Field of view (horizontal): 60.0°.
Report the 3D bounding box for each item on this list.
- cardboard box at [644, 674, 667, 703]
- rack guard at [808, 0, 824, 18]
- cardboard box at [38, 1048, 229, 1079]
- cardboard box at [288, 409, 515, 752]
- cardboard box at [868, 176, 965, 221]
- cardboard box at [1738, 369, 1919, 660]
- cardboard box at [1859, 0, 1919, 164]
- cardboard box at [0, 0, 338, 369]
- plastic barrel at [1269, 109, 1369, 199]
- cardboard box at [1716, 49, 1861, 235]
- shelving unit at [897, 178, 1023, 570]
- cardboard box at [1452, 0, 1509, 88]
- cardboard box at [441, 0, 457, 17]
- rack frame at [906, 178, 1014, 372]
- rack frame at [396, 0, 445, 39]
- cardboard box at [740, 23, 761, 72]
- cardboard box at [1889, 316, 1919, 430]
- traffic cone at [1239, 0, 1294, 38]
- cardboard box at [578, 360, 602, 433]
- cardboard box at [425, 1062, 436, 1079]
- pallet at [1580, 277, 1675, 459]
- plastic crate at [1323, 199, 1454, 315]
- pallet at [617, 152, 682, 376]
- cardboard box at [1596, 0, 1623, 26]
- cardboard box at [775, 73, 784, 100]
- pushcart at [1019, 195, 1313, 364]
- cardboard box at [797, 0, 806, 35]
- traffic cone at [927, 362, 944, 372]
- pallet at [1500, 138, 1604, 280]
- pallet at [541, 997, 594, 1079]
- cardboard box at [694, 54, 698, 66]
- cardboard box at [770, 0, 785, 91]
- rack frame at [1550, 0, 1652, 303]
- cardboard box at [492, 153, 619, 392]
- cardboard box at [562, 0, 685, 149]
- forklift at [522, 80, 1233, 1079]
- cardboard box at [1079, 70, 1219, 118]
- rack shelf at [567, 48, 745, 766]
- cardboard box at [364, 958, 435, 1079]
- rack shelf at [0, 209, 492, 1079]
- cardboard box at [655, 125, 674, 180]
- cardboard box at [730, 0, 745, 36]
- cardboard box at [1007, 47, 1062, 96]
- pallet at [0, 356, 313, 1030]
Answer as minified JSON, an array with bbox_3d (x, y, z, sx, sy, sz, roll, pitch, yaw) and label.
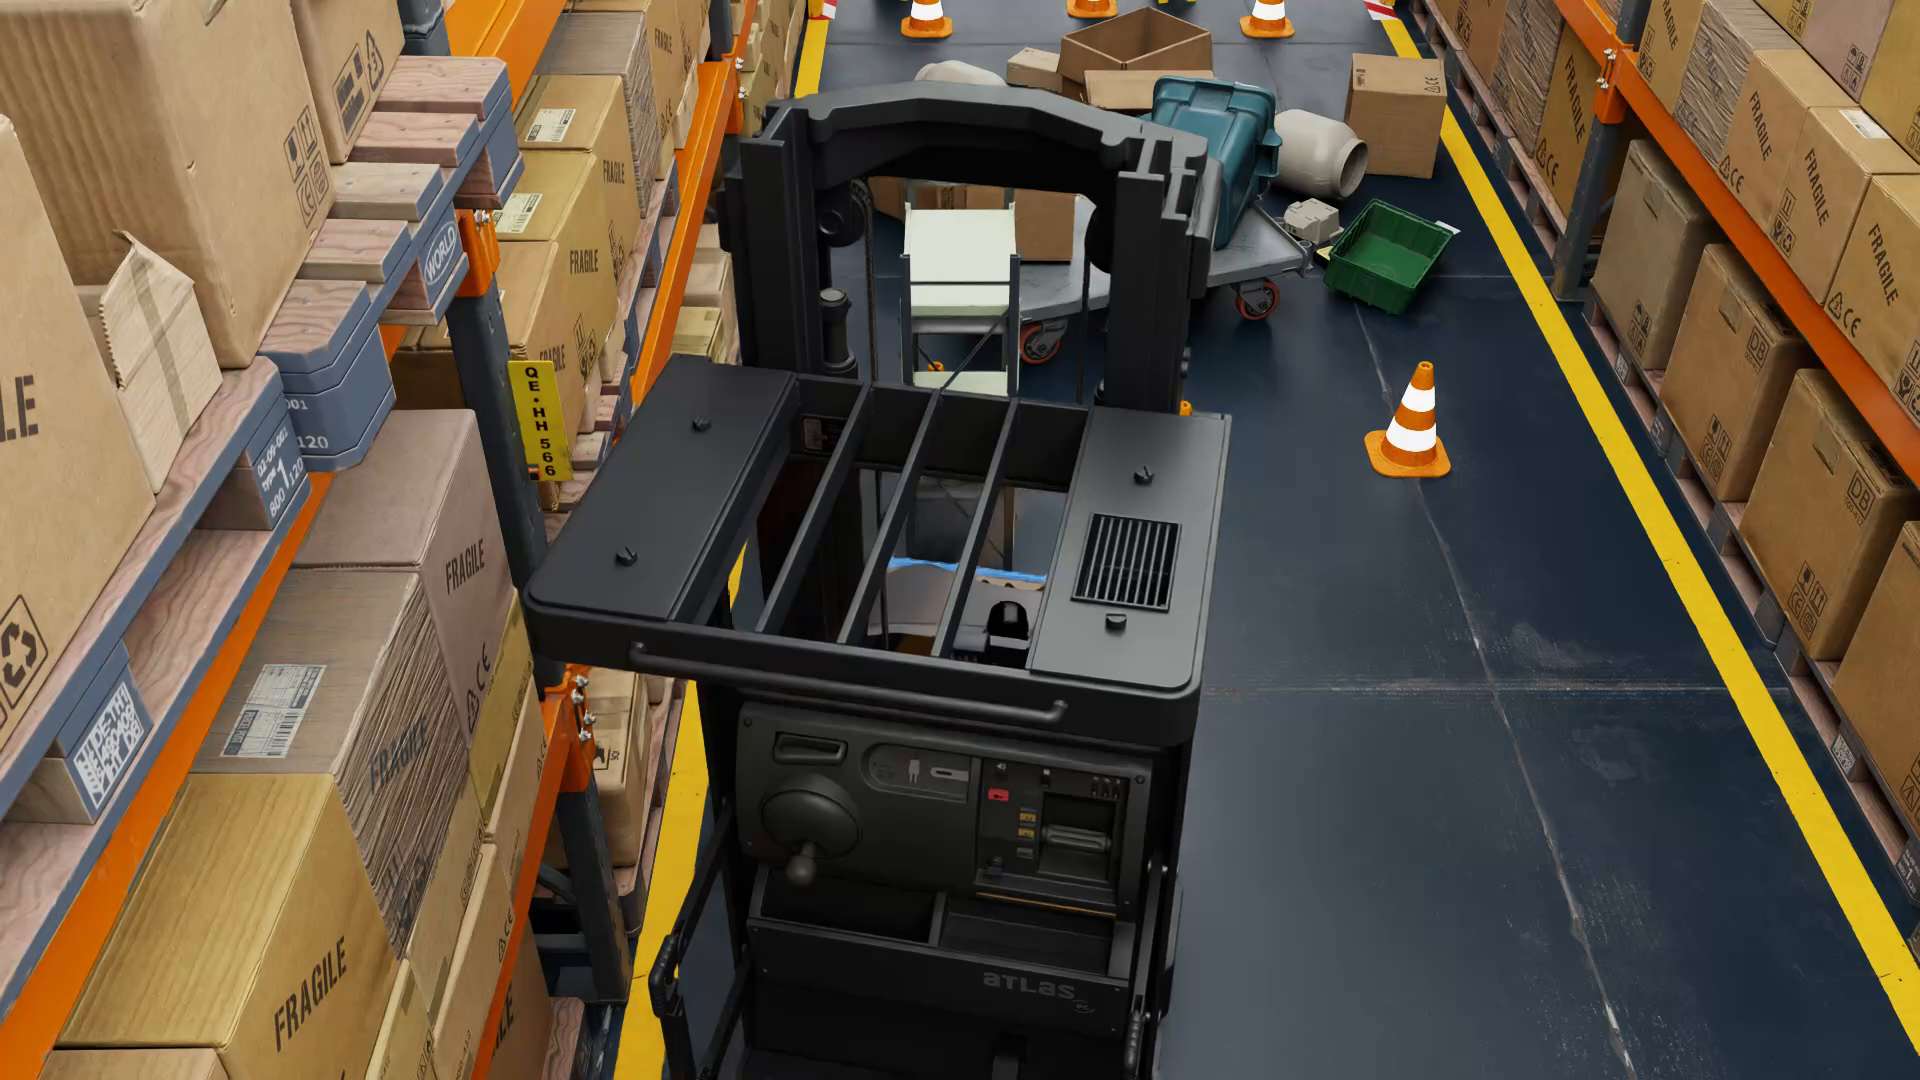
[{"bbox_3d":[-1.500,0.236,5.823,0.950,0.372,0.625,-1,39,-1],"label":"cardboard box"},{"bbox_3d":[-1.510,-3.791,11.081,1.175,0.500,0.348,0,39,0],"label":"rack guard"},{"bbox_3d":[-1.242,1.031,2.186,0.500,0.500,0.500,-1,39,-1],"label":"cardboard box"},{"bbox_3d":[-1.238,0.083,3.368,0.500,0.500,0.500,-1,39,-1],"label":"cardboard box"},{"bbox_3d":[-0.146,-2.009,8.855,0.500,0.500,0.500,28,46,30],"label":"cardboard box"},{"bbox_3d":[3.534,-0.091,5.929,1.050,0.750,0.750,1,39,1],"label":"cardboard box"},{"bbox_3d":[3.453,-1.545,5.399,0.700,0.500,0.500,0,39,0],"label":"cardboard box"},{"bbox_3d":[-1.309,-0.566,2.243,0.700,0.500,0.500,-2,39,-2],"label":"cardboard box"},{"bbox_3d":[1.910,-2.082,9.010,0.512,0.421,0.421,28,46,30],"label":"plastic barrel"},{"bbox_3d":[3.176,-1.461,6.094,0.500,0.500,0.500,0,39,0],"label":"cardboard box"},{"bbox_3d":[0.000,-0.589,6.286,0.431,1.500,0.755,0,39,0],"label":"shelving unit"},{"bbox_3d":[3.510,-3.241,9.759,0.875,0.875,0.875,-1,39,-1],"label":"cardboard box"},{"bbox_3d":[-1.331,-1.286,3.665,0.396,0.266,0.258,0,39,0],"label":"cardboard box"},{"bbox_3d":[0.000,-0.818,6.572,0.400,1.500,0.023,0,39,0],"label":"rack frame"},{"bbox_3d":[-1.500,-2.152,2.240,1.000,3.000,0.127,0,39,0],"label":"rack frame"},{"bbox_3d":[-1.176,-2.397,8.086,0.380,0.149,0.250,0,39,1],"label":"cardboard box"},{"bbox_3d":[3.181,-0.510,4.908,0.500,0.500,0.500,0,39,0],"label":"cardboard box"},{"bbox_3d":[2.021,-3.558,10.819,0.336,0.463,0.334,0,39,0],"label":"traffic cone"},{"bbox_3d":[-1.236,-0.428,4.751,0.380,0.149,0.250,-2,39,-3],"label":"cardboard box"},{"bbox_3d":[-1.239,1.198,2.977,0.500,0.250,0.500,0,39,-1],"label":"cardboard box"},{"bbox_3d":[3.521,-0.809,7.590,1.003,0.211,1.213,0,39,0],"label":"pallet"},{"bbox_3d":[2.135,-1.412,8.316,0.450,0.188,0.662,27,45,16],"label":"plastic crate"},{"bbox_3d":[-1.544,-0.974,5.720,1.003,0.211,1.213,0,39,0],"label":"pallet"},{"bbox_3d":[3.433,-2.669,7.561,0.875,0.550,0.550,0,39,0],"label":"cardboard box"},{"bbox_3d":[-1.251,-2.438,9.257,0.500,0.250,0.500,-1,39,-1],"label":"cardboard box"},{"bbox_3d":[0.775,-1.322,8.098,1.648,0.377,0.936,-13,40,-16],"label":"pushcart"},{"bbox_3d":[-1.240,-3.385,10.438,0.500,0.250,0.500,0,39,0],"label":"cardboard box"},{"bbox_3d":[-0.104,-0.548,7.064,0.336,0.463,0.334,0,39,0],"label":"traffic cone"},{"bbox_3d":[3.522,-1.767,8.786,1.003,0.211,1.213,0,39,0],"label":"pallet"},{"bbox_3d":[-1.575,1.770,4.372,1.003,0.211,1.213,0,39,0],"label":"pallet"},{"bbox_3d":[-1.246,-1.892,6.577,0.380,0.149,0.250,-1,39,-1],"label":"cardboard box"},{"bbox_3d":[-1.247,-2.724,9.014,0.500,0.500,0.500,2,39,2],"label":"cardboard box"},{"bbox_3d":[3.445,-2.379,7.320,1.000,3.000,0.127,0,39,0],"label":"rack frame"},{"bbox_3d":[-1.277,-0.738,4.618,0.500,0.500,0.500,2,39,2],"label":"cardboard box"},{"bbox_3d":[-1.279,-1.710,5.832,0.500,0.500,0.500,1,39,1],"label":"cardboard box"},{"bbox_3d":[-0.088,0.691,3.544,1.130,2.935,3.031,7,39,9],"label":"forklift"},{"bbox_3d":[1.033,-2.211,8.999,0.797,0.637,0.503,0,39,0],"label":"cardboard box"},{"bbox_3d":[-1.503,-0.781,5.901,1.077,0.370,4.000,0,39,0],"label":"rack shelf"},{"bbox_3d":[-1.220,0.996,2.829,0.500,0.250,0.500,-1,39,-1],"label":"cardboard box"},{"bbox_3d":[-1.498,0.550,1.842,1.077,0.370,4.000,0,39,0],"label":"rack shelf"},{"bbox_3d":[-1.242,-1.419,5.987,0.380,0.149,0.250,0,39,0],"label":"cardboard box"},{"bbox_3d":[-1.185,-2.412,7.562,0.380,0.149,0.250,0,39,0],"label":"cardboard box"},{"bbox_3d":[0.512,-2.884,10.229,0.380,0.149,0.250,20,43,23],"label":"cardboard box"},{"bbox_3d":[-1.442,0.194,1.862,1.003,0.211,1.213,2,39,2],"label":"pallet"}]
